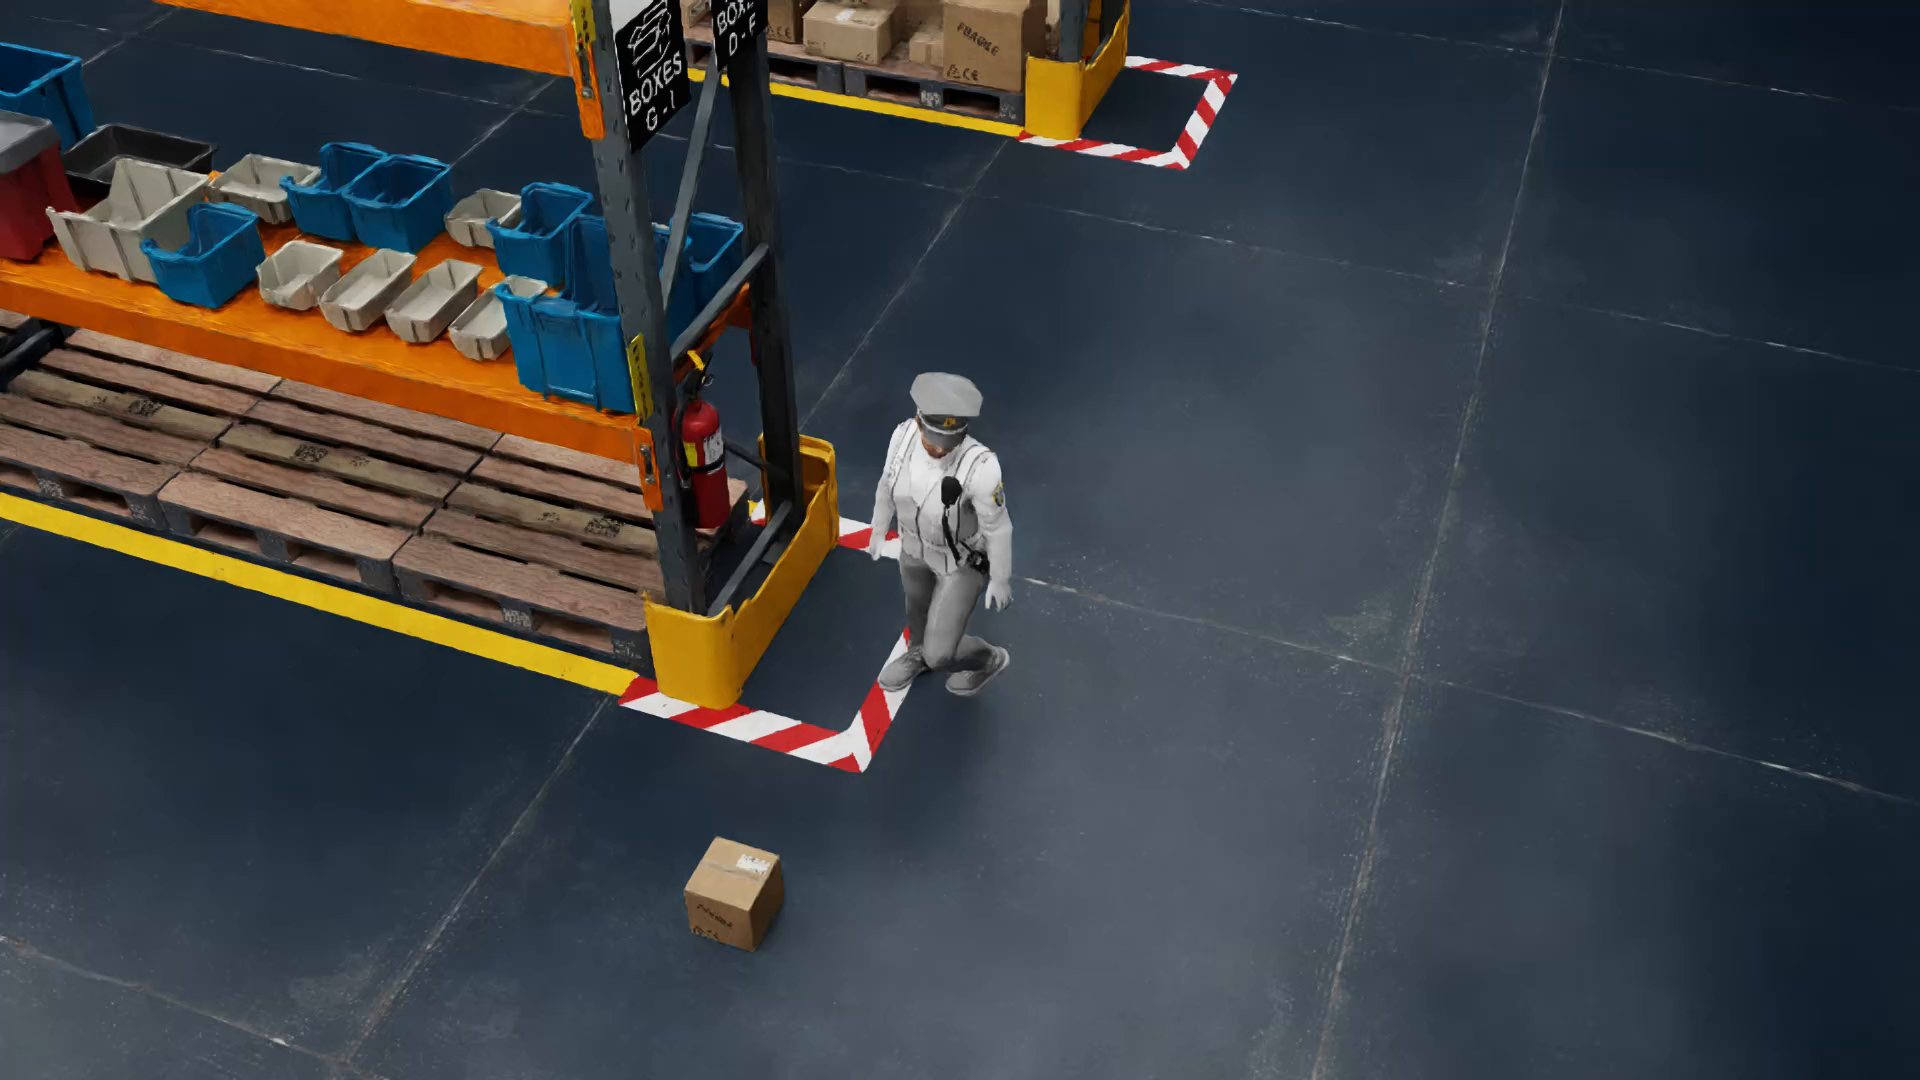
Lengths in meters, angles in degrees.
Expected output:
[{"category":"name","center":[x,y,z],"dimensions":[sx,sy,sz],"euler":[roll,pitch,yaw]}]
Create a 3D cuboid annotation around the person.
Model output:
[{"category":"person","center":[-0.070,0.037,6.115],"dimensions":[0.583,1.640,0.452],"euler":[30,50,30]}]
